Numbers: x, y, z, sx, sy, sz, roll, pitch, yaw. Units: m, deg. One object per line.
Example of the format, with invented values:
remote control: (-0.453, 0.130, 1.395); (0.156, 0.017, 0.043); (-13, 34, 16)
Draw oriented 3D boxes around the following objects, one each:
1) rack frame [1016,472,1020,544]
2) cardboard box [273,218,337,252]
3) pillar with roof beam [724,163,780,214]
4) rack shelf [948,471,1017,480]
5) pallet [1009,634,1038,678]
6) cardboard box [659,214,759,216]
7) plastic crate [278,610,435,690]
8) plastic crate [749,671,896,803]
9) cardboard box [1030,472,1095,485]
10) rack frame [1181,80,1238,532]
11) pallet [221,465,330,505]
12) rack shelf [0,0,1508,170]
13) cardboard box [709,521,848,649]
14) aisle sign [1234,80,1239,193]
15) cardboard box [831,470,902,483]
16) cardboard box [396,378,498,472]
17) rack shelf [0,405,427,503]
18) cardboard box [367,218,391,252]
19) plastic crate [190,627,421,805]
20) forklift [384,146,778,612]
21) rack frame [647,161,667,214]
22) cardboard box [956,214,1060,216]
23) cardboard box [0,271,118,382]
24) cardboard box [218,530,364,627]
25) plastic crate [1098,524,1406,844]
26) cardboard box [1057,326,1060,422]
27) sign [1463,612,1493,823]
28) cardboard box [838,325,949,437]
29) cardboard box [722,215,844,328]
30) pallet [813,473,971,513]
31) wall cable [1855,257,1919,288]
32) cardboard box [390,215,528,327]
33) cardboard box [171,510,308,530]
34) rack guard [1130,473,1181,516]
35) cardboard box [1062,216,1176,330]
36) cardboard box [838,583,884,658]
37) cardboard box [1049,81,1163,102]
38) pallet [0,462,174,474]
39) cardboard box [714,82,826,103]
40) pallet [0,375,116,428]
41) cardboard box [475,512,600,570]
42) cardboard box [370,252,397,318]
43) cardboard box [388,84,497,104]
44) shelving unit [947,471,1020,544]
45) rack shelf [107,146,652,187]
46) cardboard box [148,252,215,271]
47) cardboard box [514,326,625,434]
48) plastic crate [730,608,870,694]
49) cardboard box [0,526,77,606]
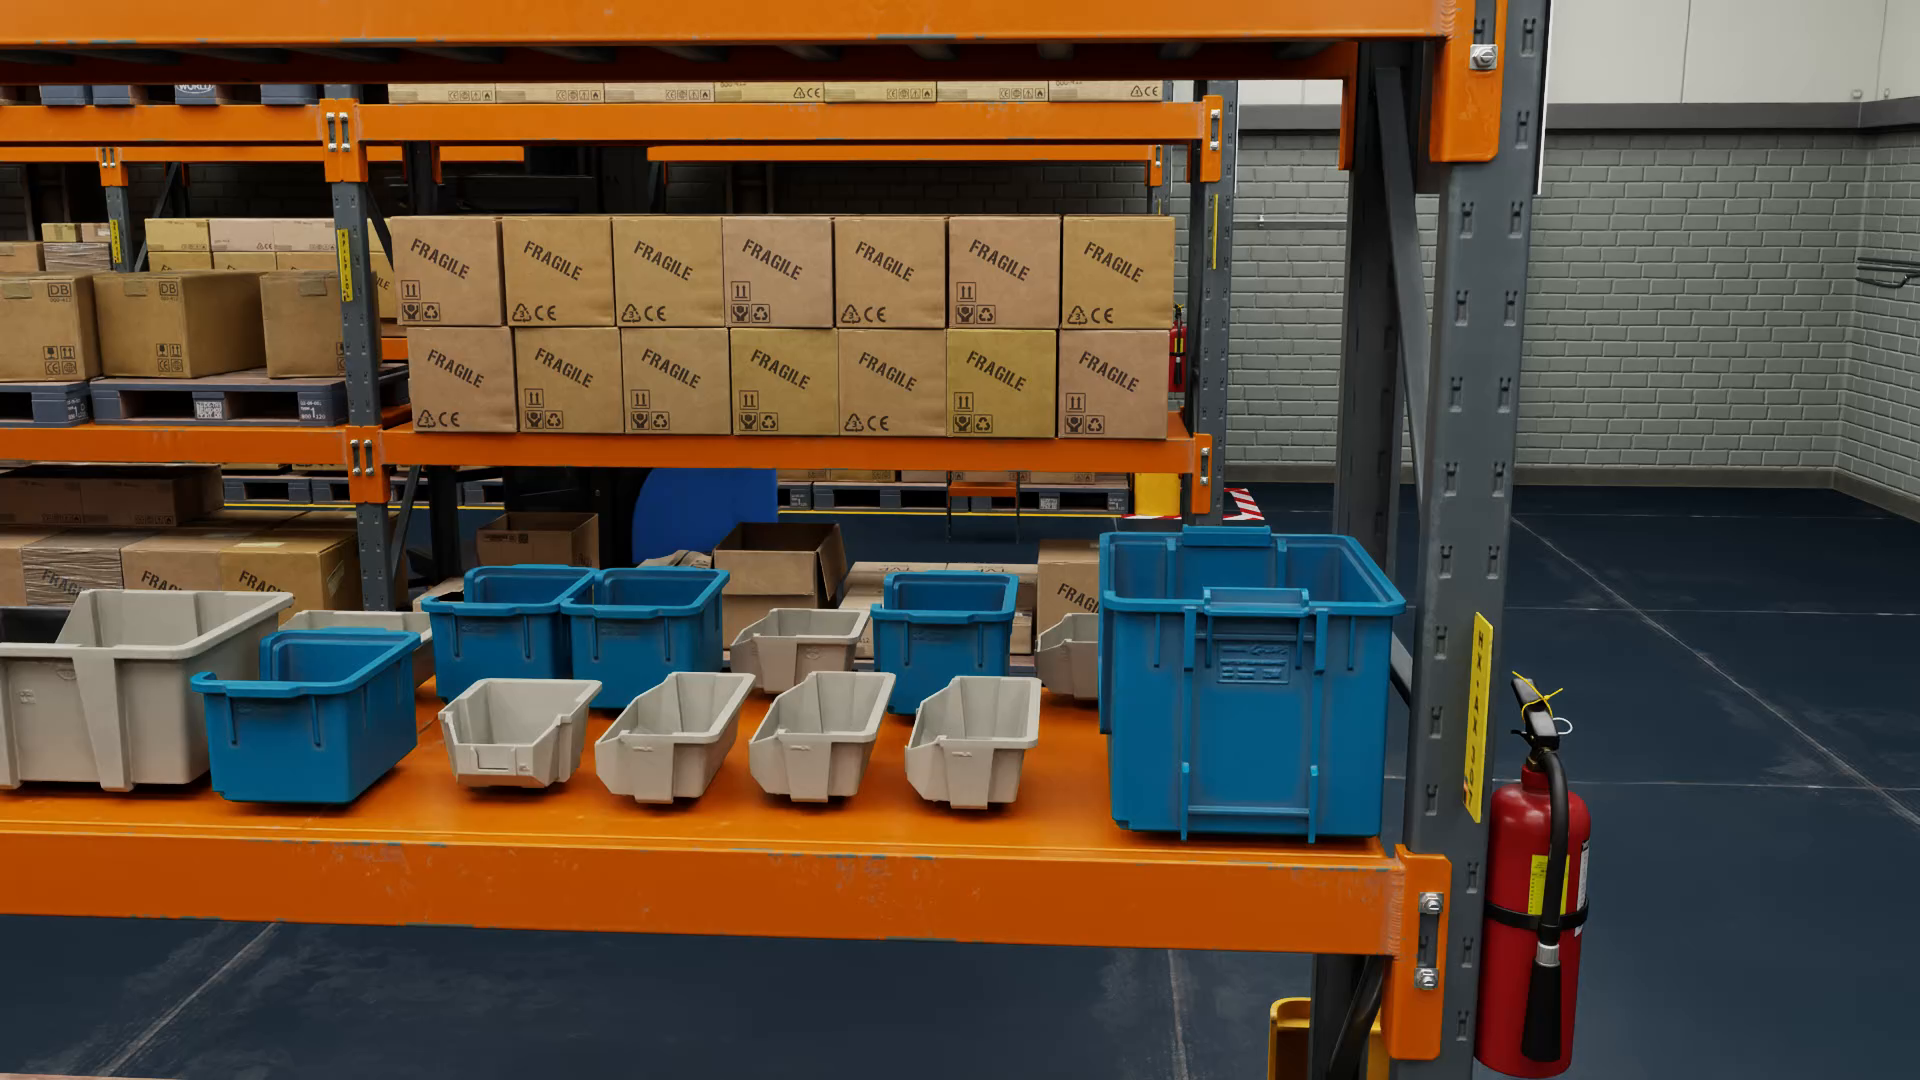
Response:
rack frame: (0.409, -0.582, 11.618); (0.015, 1.200, 0.240); (1, 12, 4)
cardboard box: (-4.995, -2.380, 12.967); (0.500, 0.250, 0.500); (1, 12, 4)
pillar with roof beam: (-2.006, -4.050, 9.150); (0.400, 9.000, 9.100); (1, 12, 4)
rack shelf: (0.165, -0.519, 11.648); (0.480, 0.148, 0.258); (1, 12, 4)
pallet: (0.317, 0.594, 8.412); (1.213, 0.211, 1.003); (1, 12, 4)
cardboard box: (-1.266, -1.385, 8.375); (0.500, 0.500, 0.500); (1, 12, 4)
plastic crate: (-1.380, 0.260, 3.695); (0.466, 0.136, 0.293); (1, 12, 4)
plastic crate: (-0.260, 0.372, 3.163); (0.243, 0.136, 0.396); (1, 12, 4)
cardboard box: (0.811, -0.742, 13.069); (0.500, 0.500, 0.700); (1, 12, 4)
rack frame: (1.189, -0.759, 8.070); (0.127, 3.000, 1.000); (1, 12, 4)
pallet: (-5.684, -0.489, 13.592); (1.213, 0.211, 1.003); (1, 12, 4)
rack shelf: (-1.142, -0.891, 3.130); (4.000, 0.370, 1.077); (1, 12, 4)
cardboard box: (-0.927, 0.218, 8.425); (0.637, 0.503, 0.797); (1, 12, 4)
aisle sign: (1.236, -1.968, 7.500); (0.004, 0.787, 0.394); (1, 12, 4)
cardboard box: (-0.723, -0.762, 13.162); (0.500, 0.500, 0.700); (1, 12, 5)
cardboard box: (-4.019, -0.973, 13.318); (0.750, 0.750, 0.750); (1, 12, 5)
rack shelf: (-4.798, -0.489, 8.536); (4.000, 0.370, 1.077); (1, 12, 4)
cardboard box: (-4.485, -2.374, 12.940); (0.500, 0.250, 0.500); (1, 12, 3)
plastic crate: (-1.212, 0.330, 3.128); (0.300, 0.233, 0.416); (1, 12, 4)
forklift: (-2.563, -1.015, 9.463); (3.031, 2.935, 1.130); (-10, 15, -38)
rack frame: (-2.475, -1.826, 13.170); (0.127, 3.000, 1.000); (1, 12, 4)
cardboard box: (0.241, -1.363, 8.271); (0.500, 0.500, 0.500); (1, 12, 4)
cardboard box: (-4.569, -1.080, 8.334); (0.500, 0.500, 0.700); (-2, 12, -11)
cardboard box: (-3.314, 0.246, 8.295); (0.500, 0.500, 0.500); (1, 12, 3)
plastic crate: (0.507, 0.240, 3.063); (0.499, 0.435, 0.616); (1, 12, 4)
cardboard box: (0.249, -0.874, 8.375); (0.500, 0.500, 0.500); (1, 12, 3)
sign: (0.833, 0.286, 2.678); (0.005, 0.325, 0.100); (1, 12, 4)
cardboard box: (-0.292, -0.773, 7.892); (0.500, 0.500, 0.500); (1, 12, 4)
cardboard box: (-0.808, -1.267, 7.813); (0.500, 0.500, 0.500); (1, 12, 6)
pallet: (-0.501, -0.418, 13.252); (1.213, 0.211, 1.003); (1, 12, 4)
wall cable: (7.135, -3.037, 11.893); (0.112, 2.526, 3.097); (1, 12, 4)
cardboard box: (-2.351, -1.288, 7.914); (0.500, 0.500, 0.500); (1, 12, 5)
cardboard box: (-3.802, 0.133, 8.836); (0.500, 0.500, 0.500); (1, 12, 5)
rack guard: (1.540, -0.547, 13.163); (0.348, 0.500, 1.175); (1, 12, 4)
cardboard box: (0.726, -1.247, 7.718); (0.500, 0.500, 0.500); (1, 12, 3)
cardboard box: (-0.316, 0.395, 8.193); (0.500, 0.250, 0.500); (1, 12, 4)
cardboard box: (0.659, -2.107, 7.555); (0.500, 0.250, 0.500); (1, 12, 4)
pallet: (-7.246, -0.527, 13.770); (1.213, 0.211, 1.003); (1, 12, 4)
cardboard box: (-0.837, -2.130, 7.666); (0.500, 0.250, 0.500); (1, 12, 4)
pallet: (-4.853, -0.749, 8.490); (1.213, 0.211, 1.003); (1, 12, 4)
cardboard box: (-2.215, 0.144, 8.783); (0.500, 0.500, 0.500); (1, 12, 4)
cardboard box: (-4.462, -2.004, 13.004); (0.500, 0.500, 0.500); (1, 12, 5)
cardboard box: (-2.334, -2.151, 7.767); (0.500, 0.250, 0.500); (1, 12, 4)
shelving unit: (0.165, -0.585, 11.634); (0.503, 1.200, 0.258); (1, 12, 4)
rack shelf: (-4.471, -2.969, 13.067); (4.000, 0.370, 1.077); (1, 12, 4)
cardboard box: (-5.999, -2.026, 13.107); (0.500, 0.500, 0.500); (1, 12, 5)
cardboard box: (-1.801, -0.794, 7.992); (0.500, 0.500, 0.500); (1, 12, 5)
plastic crate: (-0.362, 0.251, 3.738); (0.298, 0.136, 0.250); (1, 12, 4)
cardboard box: (-4.814, 0.224, 8.400); (0.500, 0.500, 0.500); (0, 12, 2)
